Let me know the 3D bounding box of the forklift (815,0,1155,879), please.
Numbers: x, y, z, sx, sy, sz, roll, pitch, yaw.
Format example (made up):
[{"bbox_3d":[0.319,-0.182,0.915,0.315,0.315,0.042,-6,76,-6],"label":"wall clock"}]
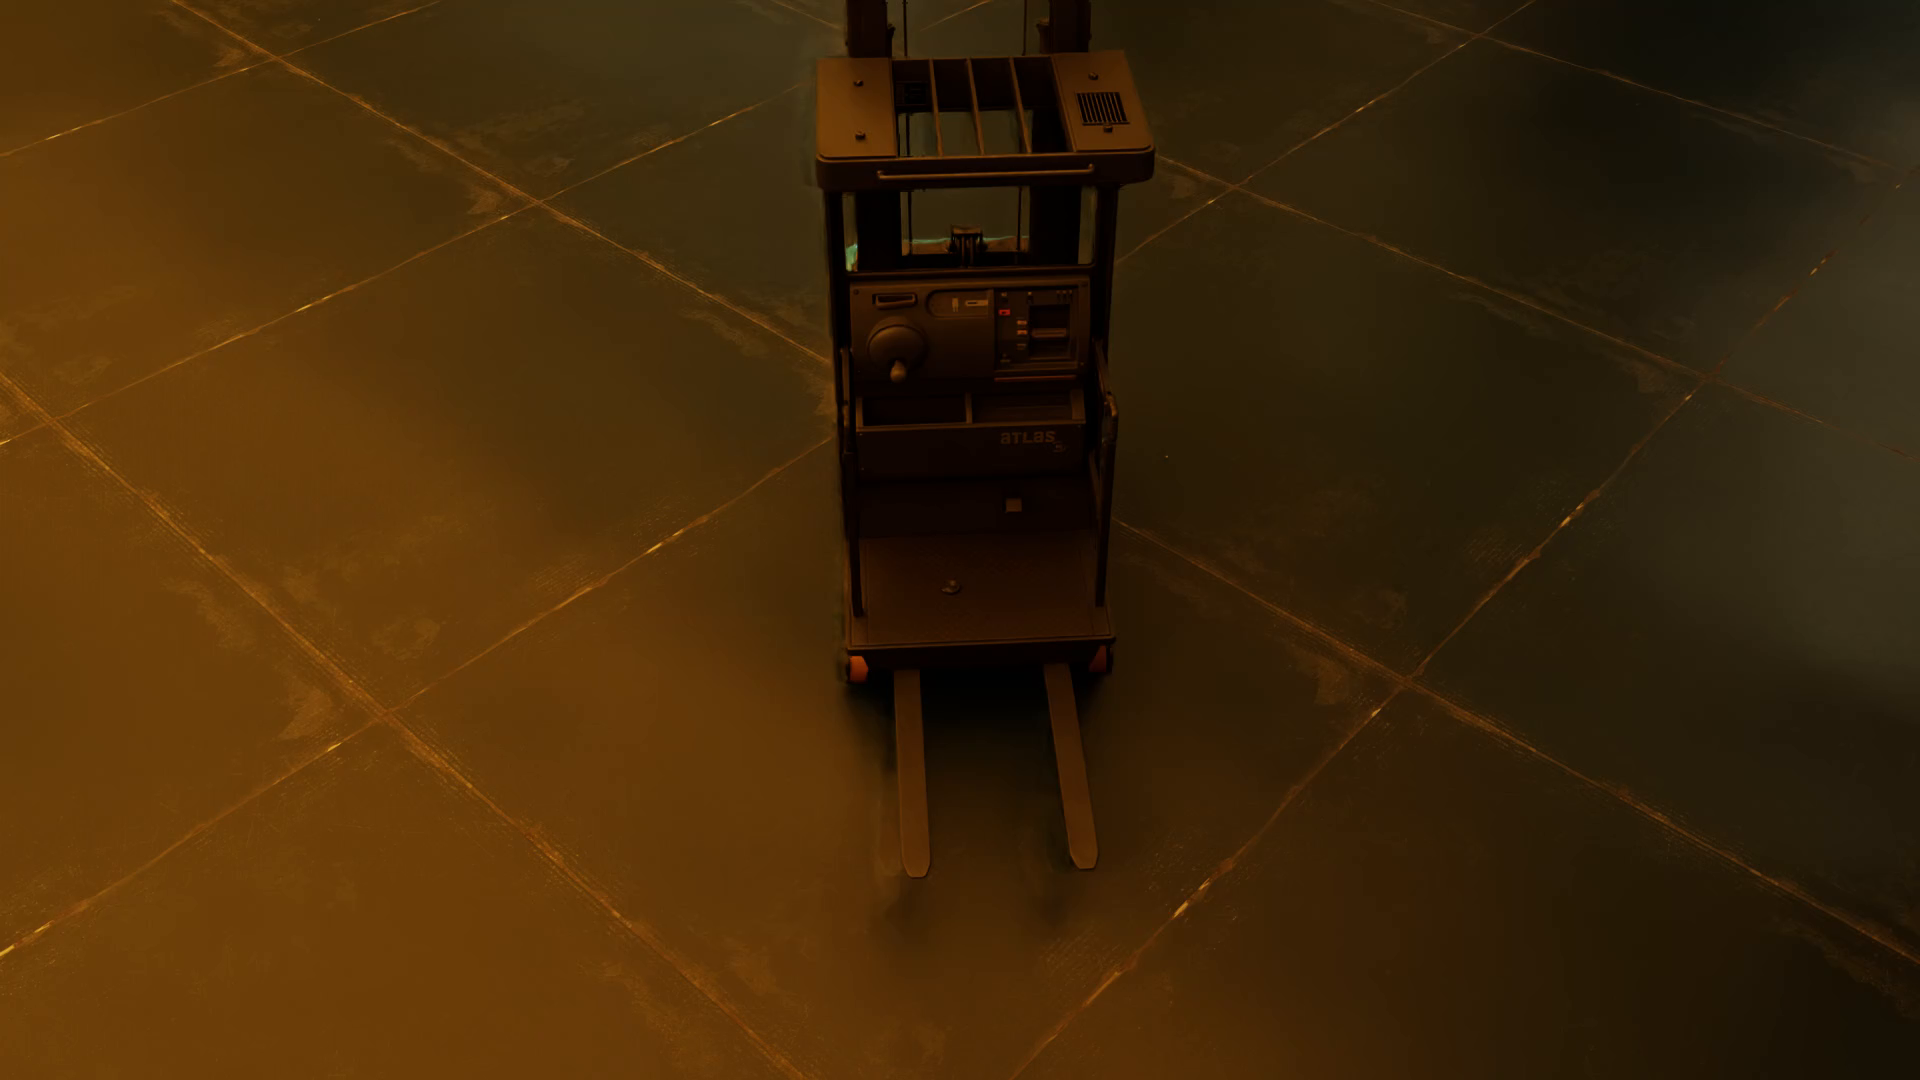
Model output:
[{"bbox_3d":[0.057,-0.735,6.285,1.130,2.935,3.031,-2,41,-3],"label":"forklift"}]
